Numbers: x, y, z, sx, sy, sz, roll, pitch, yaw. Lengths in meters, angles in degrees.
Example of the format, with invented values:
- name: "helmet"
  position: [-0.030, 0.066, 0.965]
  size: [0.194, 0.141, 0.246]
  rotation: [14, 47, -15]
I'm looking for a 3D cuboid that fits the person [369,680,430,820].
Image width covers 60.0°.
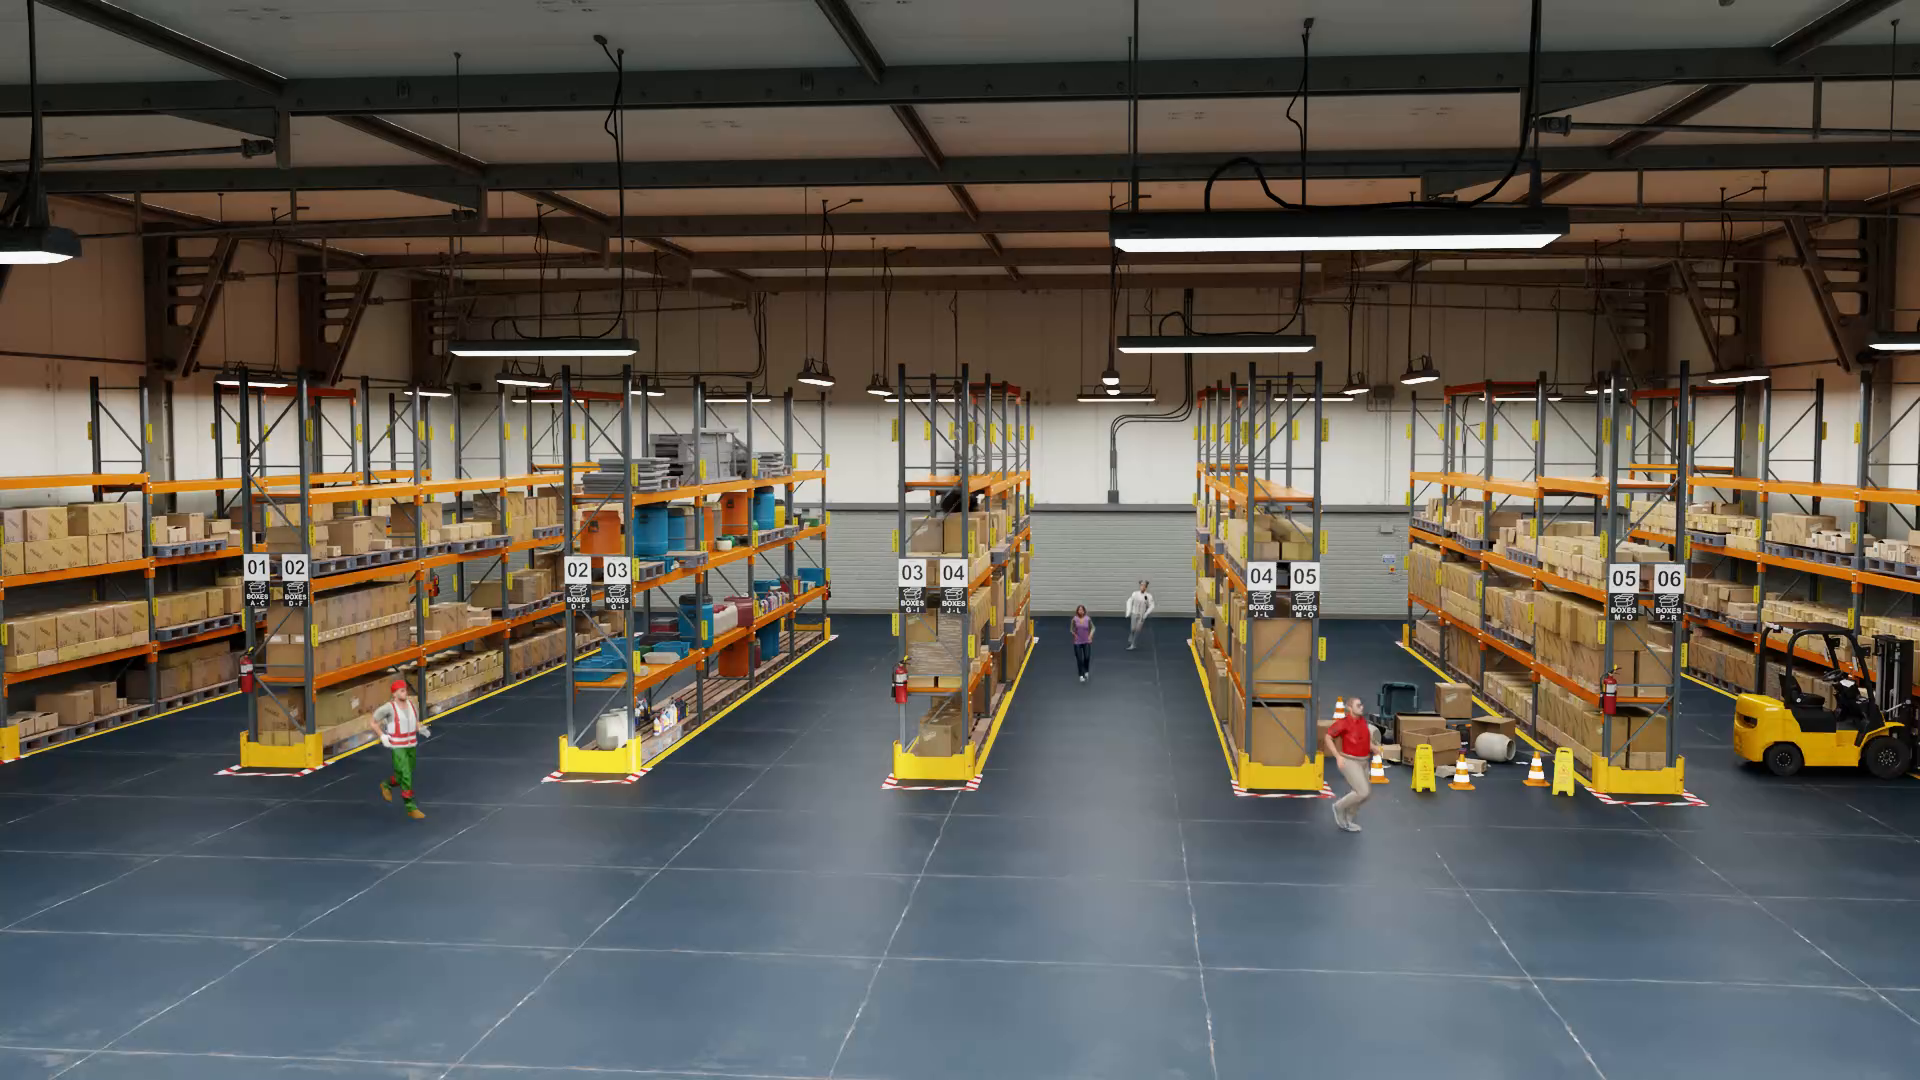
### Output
- name: "person"
  position: [-7.342, 2.722, 21.782]
  size: [0.930, 1.787, 0.656]
  rotation: [2, 4, 33]

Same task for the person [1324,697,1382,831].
- name: "person"
  position: [4.983, 2.818, 20.817]
  size: [0.657, 1.684, 0.602]
  rotation: [-3, 5, -42]

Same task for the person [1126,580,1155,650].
- name: "person"
  position: [4.164, 1.728, 38.419]
  size: [0.661, 1.617, 0.506]
  rotation: [1, 4, 11]

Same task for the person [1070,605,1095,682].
- name: "person"
  position: [2.444, 2.074, 33.274]
  size: [0.508, 1.558, 0.586]
  rotation: [0, 4, 4]
